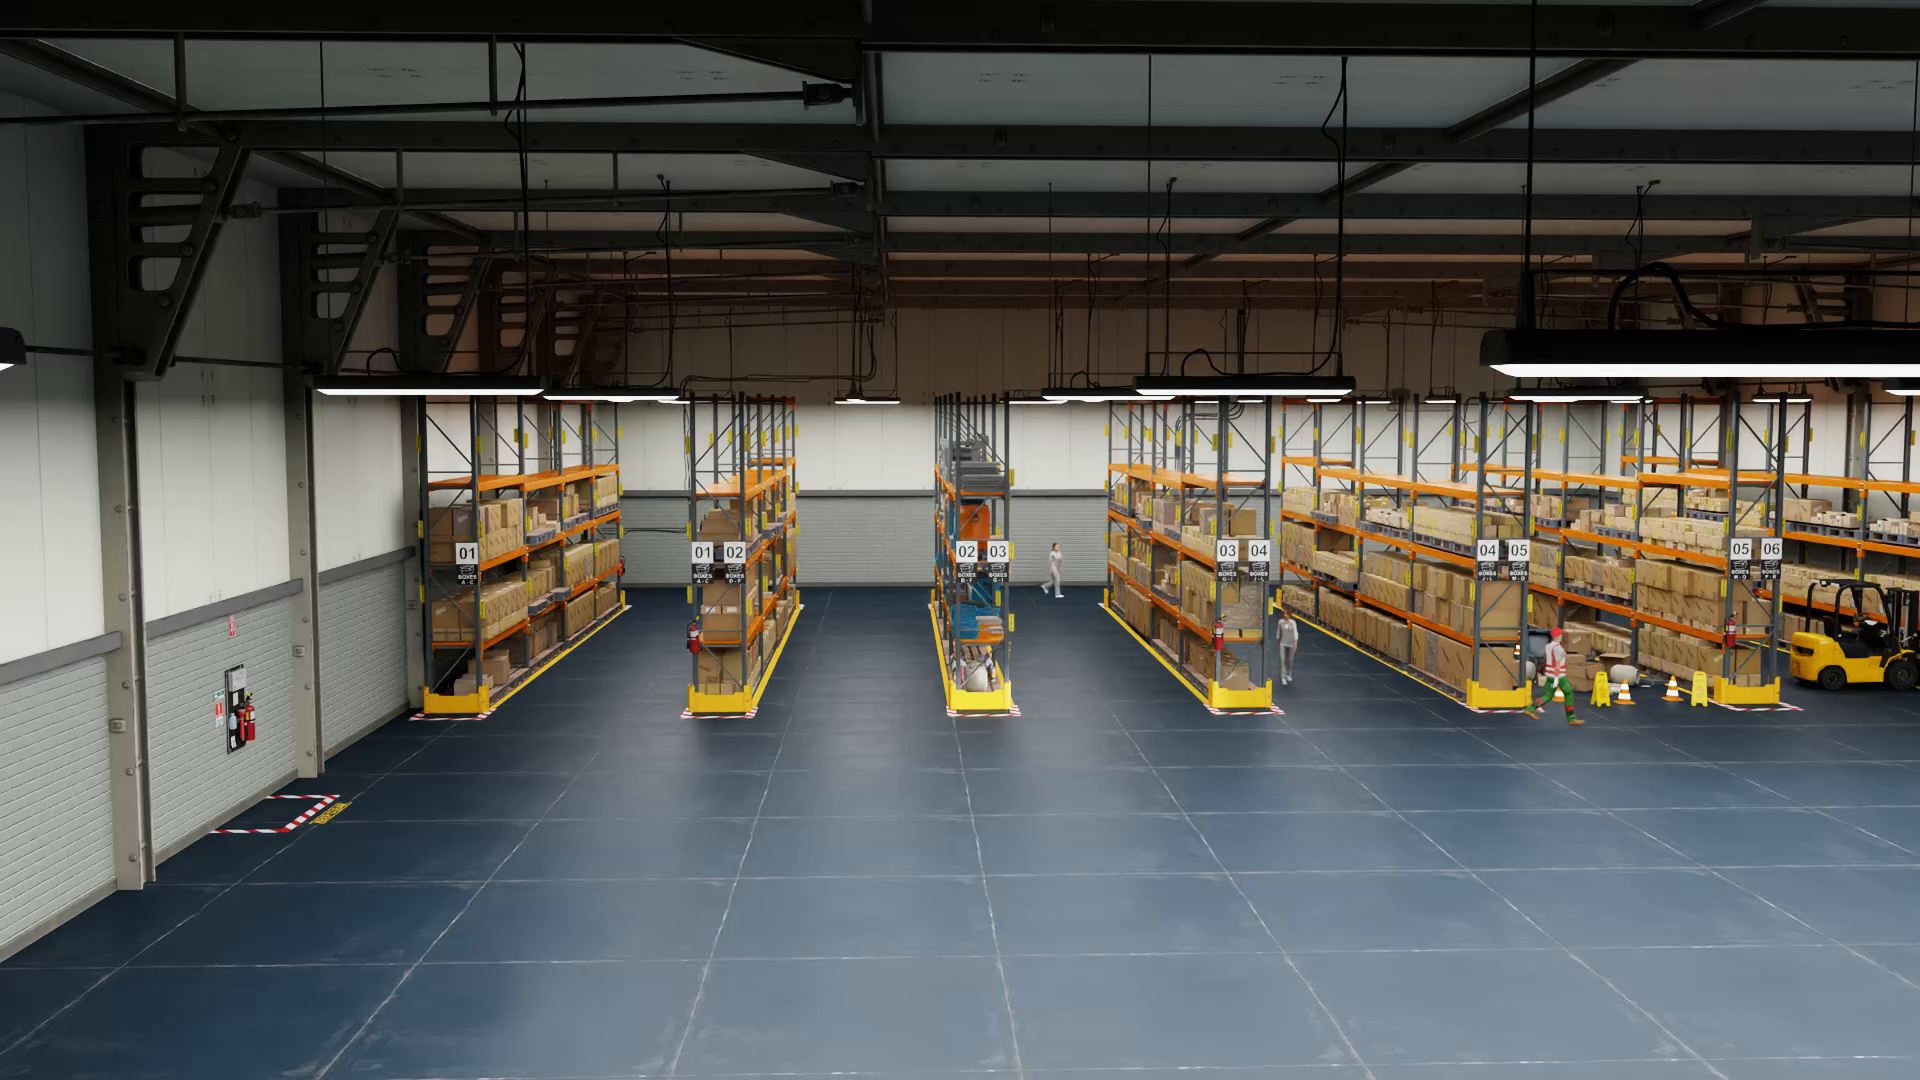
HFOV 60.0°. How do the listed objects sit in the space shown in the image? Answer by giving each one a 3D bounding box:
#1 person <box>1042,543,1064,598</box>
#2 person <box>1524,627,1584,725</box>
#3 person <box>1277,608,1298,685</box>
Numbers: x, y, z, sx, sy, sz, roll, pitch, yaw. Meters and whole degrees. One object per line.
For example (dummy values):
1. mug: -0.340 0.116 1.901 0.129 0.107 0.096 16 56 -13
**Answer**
1. person: 2.807 0.893 49.994 0.852 1.639 0.441 3 6 35
2. person: 10.727 2.452 30.003 0.986 1.749 0.528 -1 5 -10
3. person: 6.748 2.181 34.281 0.432 1.552 0.903 1 5 9
